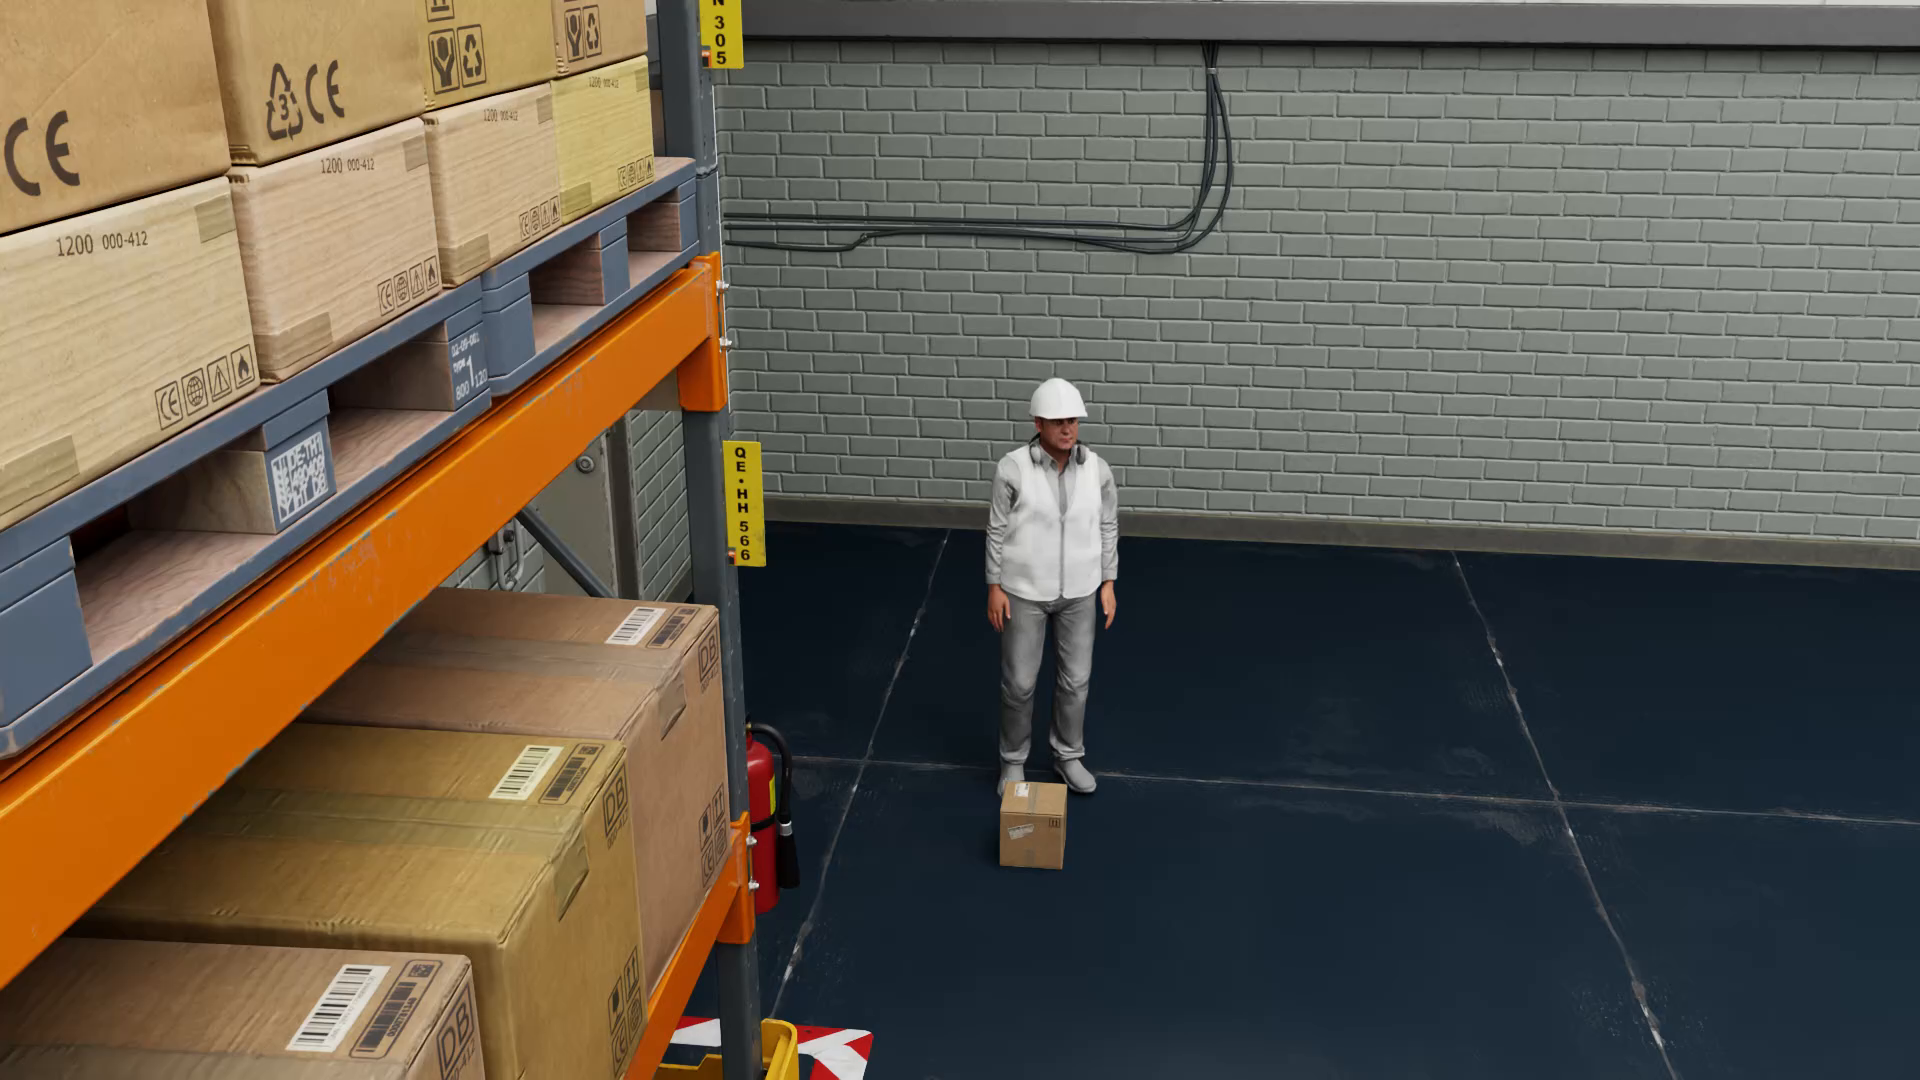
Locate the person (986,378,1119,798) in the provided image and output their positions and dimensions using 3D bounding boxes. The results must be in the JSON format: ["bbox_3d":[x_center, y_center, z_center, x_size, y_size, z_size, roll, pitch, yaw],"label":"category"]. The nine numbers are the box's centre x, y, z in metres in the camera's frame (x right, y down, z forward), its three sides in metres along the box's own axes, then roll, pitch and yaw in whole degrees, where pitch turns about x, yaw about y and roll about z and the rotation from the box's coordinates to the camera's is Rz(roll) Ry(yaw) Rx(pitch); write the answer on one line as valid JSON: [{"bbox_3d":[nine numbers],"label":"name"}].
[{"bbox_3d":[0.397,0.223,6.948,0.575,1.811,0.415,-5,22,-14],"label":"person"}]
